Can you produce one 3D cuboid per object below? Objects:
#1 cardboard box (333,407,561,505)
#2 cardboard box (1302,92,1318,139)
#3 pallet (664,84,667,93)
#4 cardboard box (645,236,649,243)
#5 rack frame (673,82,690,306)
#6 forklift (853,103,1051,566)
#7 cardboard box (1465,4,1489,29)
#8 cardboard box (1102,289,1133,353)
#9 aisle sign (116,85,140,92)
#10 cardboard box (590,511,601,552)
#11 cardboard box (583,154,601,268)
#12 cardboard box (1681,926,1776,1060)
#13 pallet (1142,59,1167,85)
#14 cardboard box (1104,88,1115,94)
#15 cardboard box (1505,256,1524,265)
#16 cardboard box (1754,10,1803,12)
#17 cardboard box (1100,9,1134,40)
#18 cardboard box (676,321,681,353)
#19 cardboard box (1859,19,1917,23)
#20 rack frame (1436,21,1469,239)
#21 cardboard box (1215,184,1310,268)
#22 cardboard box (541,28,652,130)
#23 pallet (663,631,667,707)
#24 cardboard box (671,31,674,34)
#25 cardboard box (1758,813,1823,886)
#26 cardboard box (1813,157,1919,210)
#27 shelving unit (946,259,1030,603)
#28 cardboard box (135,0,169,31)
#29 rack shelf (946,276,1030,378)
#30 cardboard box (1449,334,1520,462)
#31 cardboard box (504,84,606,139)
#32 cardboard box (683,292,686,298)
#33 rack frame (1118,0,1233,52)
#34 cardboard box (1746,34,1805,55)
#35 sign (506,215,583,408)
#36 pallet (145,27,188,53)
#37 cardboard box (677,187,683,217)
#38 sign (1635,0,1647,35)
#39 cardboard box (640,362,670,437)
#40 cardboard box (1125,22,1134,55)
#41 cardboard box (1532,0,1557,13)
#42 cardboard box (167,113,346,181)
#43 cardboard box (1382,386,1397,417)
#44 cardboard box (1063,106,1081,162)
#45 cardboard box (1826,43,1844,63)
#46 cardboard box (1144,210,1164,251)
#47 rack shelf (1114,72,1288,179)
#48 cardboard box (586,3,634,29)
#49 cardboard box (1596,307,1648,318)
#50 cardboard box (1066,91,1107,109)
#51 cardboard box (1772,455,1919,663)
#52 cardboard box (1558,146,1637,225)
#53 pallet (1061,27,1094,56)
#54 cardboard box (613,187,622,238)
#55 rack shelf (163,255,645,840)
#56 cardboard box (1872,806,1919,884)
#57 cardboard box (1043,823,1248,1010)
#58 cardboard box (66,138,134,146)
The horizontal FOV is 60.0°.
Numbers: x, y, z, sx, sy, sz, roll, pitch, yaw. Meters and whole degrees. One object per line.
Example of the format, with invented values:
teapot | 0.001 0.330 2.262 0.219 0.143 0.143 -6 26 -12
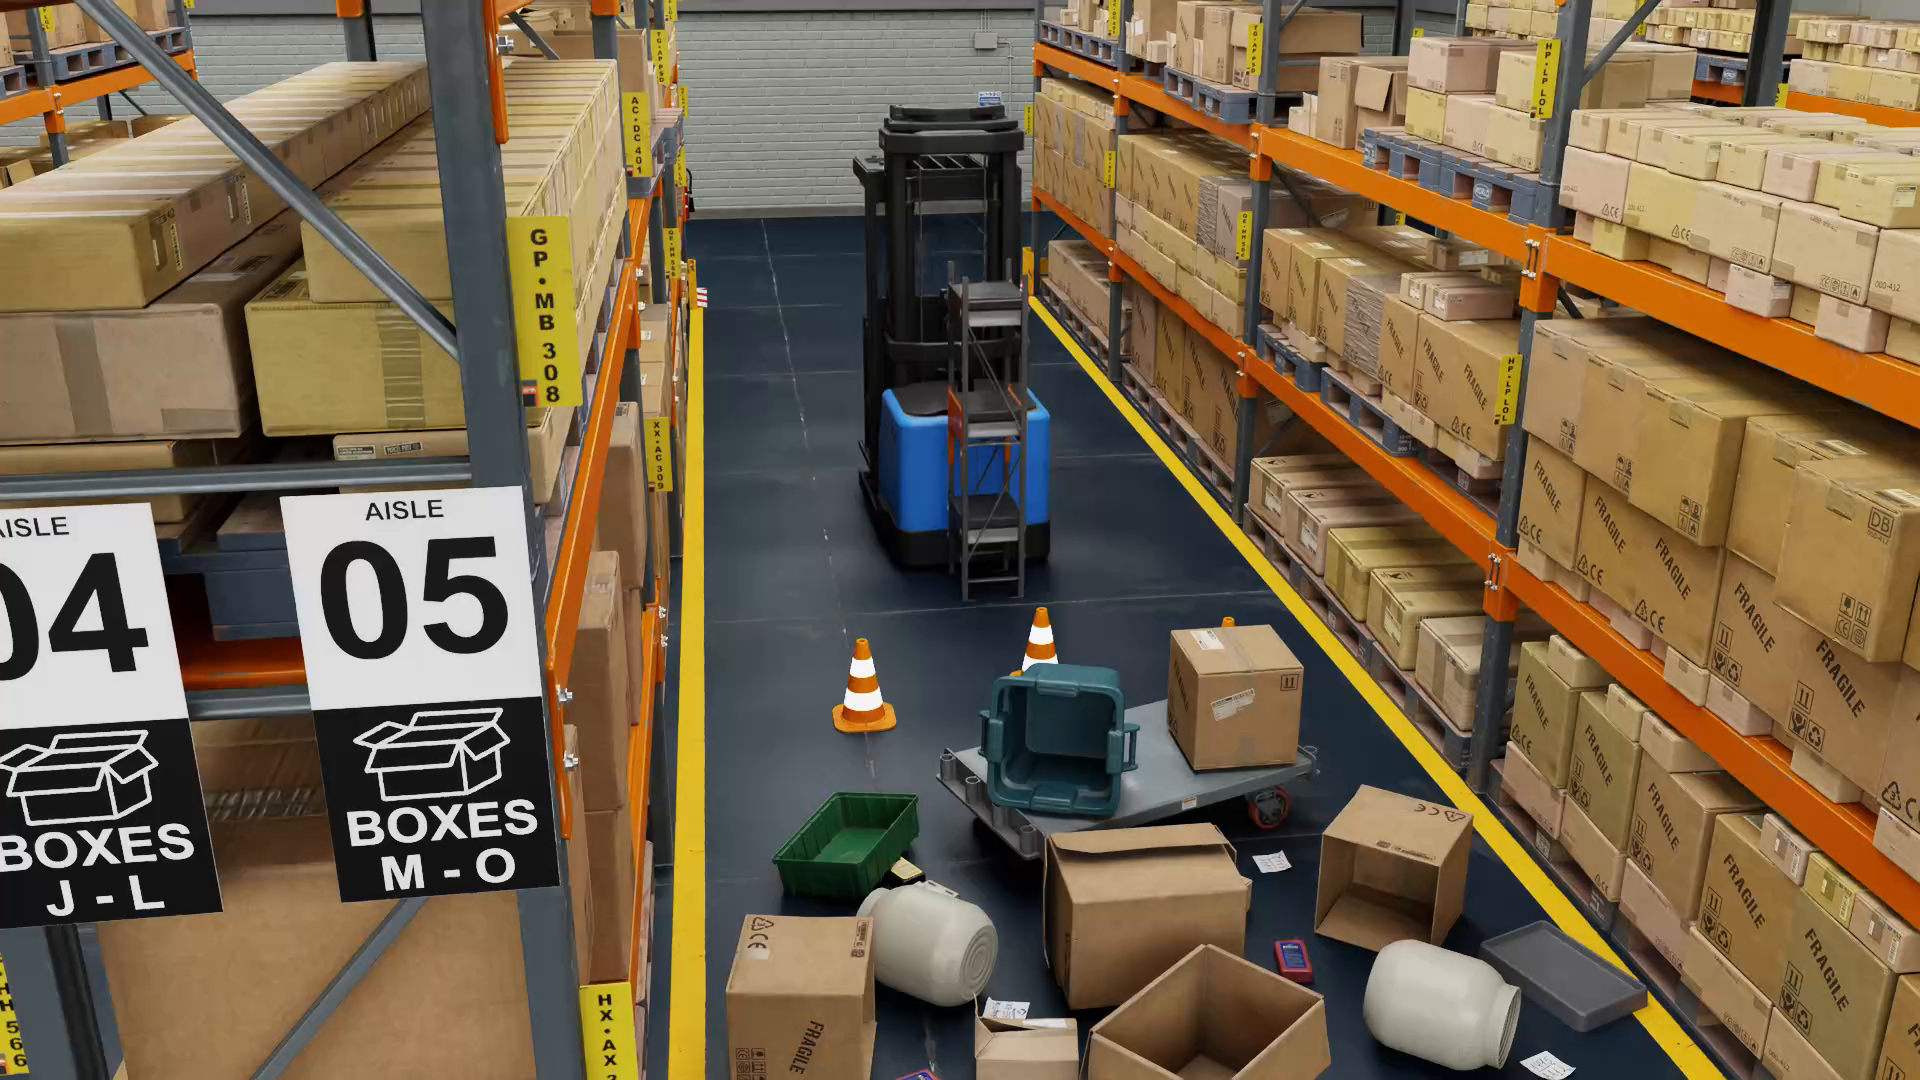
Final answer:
cardboard box | -0.981 -0.170 3.213 0.380 0.149 0.250 -3 21 -7
cardboard box | 2.396 -2.695 10.549 0.396 0.266 0.258 -3 21 -8
pallet | -2.995 -3.757 13.469 1.213 0.211 1.003 -3 21 -8
cardboard box | -2.387 -2.071 11.883 0.380 0.149 0.250 -4 21 -10
rack frame | -3.555 -4.044 18.256 1.000 3.000 0.127 -3 21 -8
forklift | -0.161 -1.682 12.030 1.130 2.935 3.031 -4 21 -10
cardboard box | 6.033 -5.887 18.693 0.500 0.250 0.500 -3 21 -8
cardboard box | 1.921 -2.163 16.282 0.875 0.438 0.875 -3 21 -9
aisle sign | -8.785 -5.056 17.251 0.394 0.787 0.004 -3 21 -8
cardboard box | -1.670 0.043 5.557 0.875 0.550 0.550 -3 21 -8
cardboard box | -1.284 -0.926 4.668 0.500 0.250 0.500 -3 21 -8
cardboard box | 3.104 1.676 6.272 0.500 0.250 0.500 -4 21 -10
pallet | 2.086 -3.944 13.976 0.805 0.209 1.217 -4 21 -10
cardboard box | 1.722 -4.678 17.456 0.380 0.149 0.250 -3 21 -8
cardboard box | 6.296 -2.903 18.175 0.500 0.500 0.500 -3 21 -7
cardboard box | 7.107 -4.503 14.389 0.380 0.149 0.250 -2 21 -6
cardboard box | 1.496 -4.734 15.267 0.396 0.266 0.258 -2 21 -6
cardboard box | -2.560 -1.612 13.646 0.500 0.250 0.500 -2 21 -5
cardboard box | 7.371 -4.048 13.200 0.380 0.149 0.250 -3 21 -8
rack frame | 6.240 -4.580 19.692 1.000 3.000 0.127 -3 21 -8
cardboard box | 2.148 -2.240 11.854 0.500 0.500 0.500 -3 21 -9
cardboard box | -1.874 -2.382 8.633 0.500 0.500 0.500 -3 21 -8
pallet | -2.190 0.731 9.458 1.003 0.211 1.213 -3 21 -8
cardboard box | -3.089 -4.886 16.438 0.500 0.250 0.500 -2 21 -5
cardboard box | 3.073 1.081 5.866 0.380 0.149 0.250 -2 21 -5
cardboard box | 3.087 -1.175 5.508 0.380 0.149 0.250 -3 21 -7
shelving unit | 0.169 -0.680 10.537 0.431 2.100 0.503 -4 21 -10
cardboard box | -8.350 -5.347 16.572 0.700 0.500 0.500 -4 21 -11
rack shelf | 0.169 -1.323 10.297 0.431 0.518 0.480 -4 21 -10
cardboard box | 2.765 -0.705 8.148 0.500 0.500 0.500 -3 21 -9
cardboard box | -1.310 -1.332 5.186 0.380 0.149 0.250 -3 21 -8
cardboard box | -3.033 -2.518 17.219 0.380 0.149 0.250 -3 21 -7
rack frame | 1.905 -5.754 14.261 1.000 3.000 0.127 -3 21 -8
cardboard box | 6.713 -4.072 13.660 0.380 0.149 0.250 -2 21 -7
sign | -0.699 -0.382 2.802 0.100 0.325 0.005 -3 21 -8
pallet | -8.361 -4.936 16.484 1.003 0.211 1.213 -3 21 -8
cardboard box | -2.916 -3.376 15.901 0.500 0.500 0.500 -3 21 -9
sign | 6.280 -4.813 15.288 0.100 0.325 0.005 -3 21 -8
cardboard box | -1.851 -0.655 9.041 0.500 0.500 0.500 -3 21 -7
cardboard box | 1.631 -4.292 14.224 0.396 0.266 0.258 -3 21 -8
cardboard box | 6.279 -5.596 17.200 0.500 0.250 0.500 -2 21 -6
cardboard box | -1.853 -1.036 4.393 0.380 0.149 0.250 -3 21 -7
cardboard box | 2.578 -0.771 9.252 0.380 0.149 0.250 -3 21 -8
cardboard box | 1.352 -4.134 16.926 0.500 0.500 0.500 -3 21 -8
cardboard box | 7.007 -3.798 12.956 0.380 0.149 0.250 -3 21 -7
cardboard box | 1.839 -2.586 13.852 0.500 0.250 0.500 -3 21 -7
rack shelf | 2.193 -3.319 13.057 1.077 0.370 4.000 -3 21 -8
cardboard box | -2.338 -3.503 11.285 0.396 0.266 0.258 -3 21 -8
cardboard box | 3.340 -1.041 8.121 0.380 0.149 0.250 -3 21 -8
cardboard box | 1.288 -4.472 16.903 0.380 0.149 0.250 -3 21 -9
cardboard box | 3.104 0.044 5.315 0.700 0.500 0.500 -3 21 -8
cardboard box | 2.851 -1.482 6.899 0.500 0.250 0.500 -3 21 -9
pallet | 1.625 -5.012 16.689 1.003 0.211 1.213 -3 21 -8
cardboard box | -1.381 -1.133 5.793 0.380 0.149 0.250 -3 21 -7
rack shelf | -1.537 -0.265 4.879 1.077 0.370 4.000 -3 21 -8
cardboard box | 3.140 0.951 5.243 0.380 0.149 0.250 -3 21 -7
cardboard box | 0.733 1.513 6.751 0.797 0.637 0.503 -3 21 -8
cardboard box | -7.860 -3.394 15.233 0.500 0.500 0.500 -4 21 -9
